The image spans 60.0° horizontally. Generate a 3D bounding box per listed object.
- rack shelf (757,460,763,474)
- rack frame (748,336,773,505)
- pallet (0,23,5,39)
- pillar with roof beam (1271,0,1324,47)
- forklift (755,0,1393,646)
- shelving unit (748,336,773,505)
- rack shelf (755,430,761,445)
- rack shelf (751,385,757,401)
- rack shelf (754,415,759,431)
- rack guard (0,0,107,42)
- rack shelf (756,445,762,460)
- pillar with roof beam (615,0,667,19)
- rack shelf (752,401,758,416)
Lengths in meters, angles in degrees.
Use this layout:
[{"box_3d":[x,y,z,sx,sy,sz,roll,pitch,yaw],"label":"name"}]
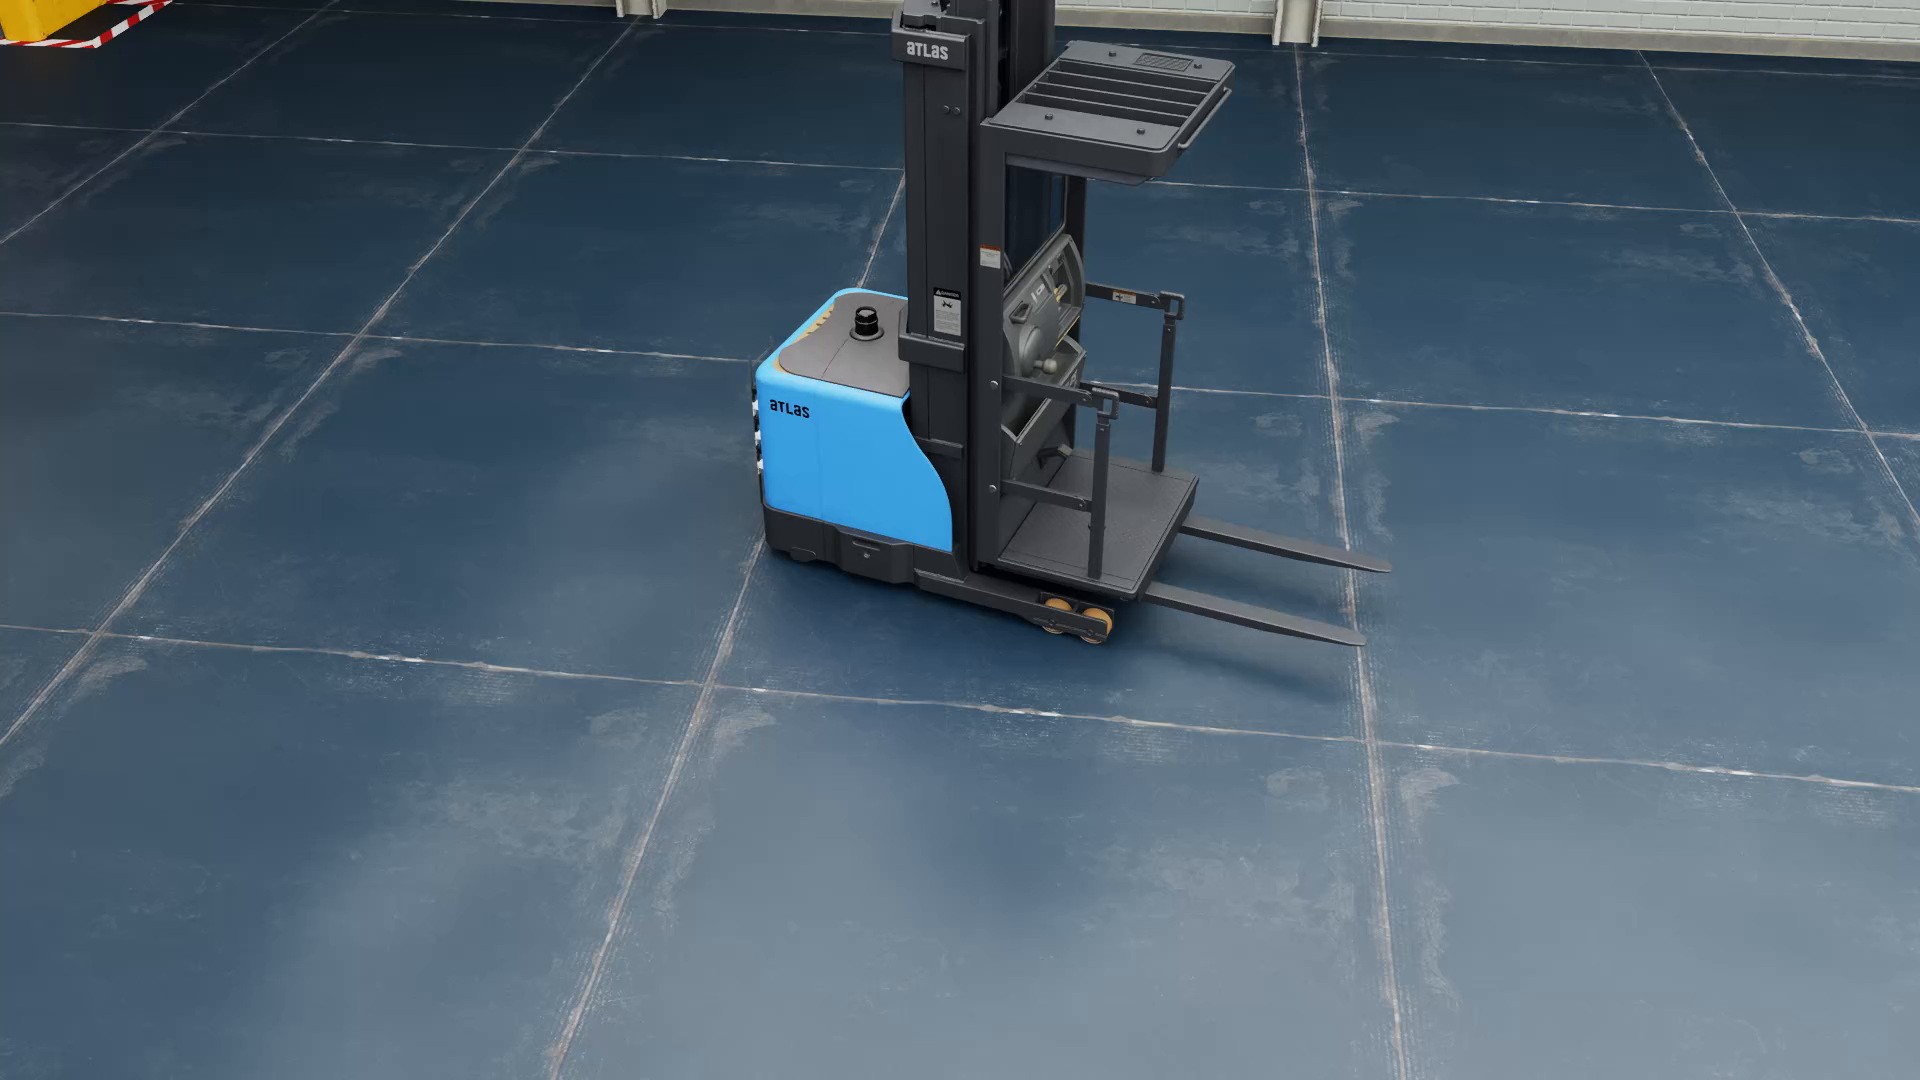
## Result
[{"box_3d":[-0.921,-0.421,8.789,0.200,0.077,0.258,14,38,18],"label":"rack shelf"},{"box_3d":[-1.014,-0.617,8.697,0.006,0.900,0.240,14,38,18],"label":"rack frame"},{"box_3d":[-9.098,-4.910,15.305,1.213,0.211,1.003,4,36,6],"label":"pallet"},{"box_3d":[2.444,-5.657,8.787,0.400,9.000,9.100,4,36,6],"label":"pillar with roof beam"},{"box_3d":[0.574,-1.053,7.559,3.031,2.935,1.130,14,38,18],"label":"forklift"},{"box_3d":[-0.921,-0.594,8.665,0.210,0.900,0.258,14,38,18],"label":"shelving unit"},{"box_3d":[-0.921,-0.567,8.684,0.200,0.077,0.258,14,38,18],"label":"rack shelf"},{"box_3d":[-0.921,-0.787,8.528,0.200,0.077,0.258,14,38,18],"label":"rack shelf"},{"box_3d":[-0.921,-0.640,8.632,0.200,0.077,0.258,14,38,18],"label":"rack shelf"},{"box_3d":[-8.311,-4.993,15.173,0.348,0.500,1.175,4,36,6],"label":"rack guard"},{"box_3d":[-0.921,-0.494,8.737,0.200,0.077,0.258,14,38,18],"label":"rack shelf"},{"box_3d":[-3.508,-6.101,9.409,0.400,9.000,9.100,4,36,6],"label":"pillar with roof beam"},{"box_3d":[-0.921,-0.714,8.580,0.200,0.077,0.258,14,38,18],"label":"rack shelf"}]
